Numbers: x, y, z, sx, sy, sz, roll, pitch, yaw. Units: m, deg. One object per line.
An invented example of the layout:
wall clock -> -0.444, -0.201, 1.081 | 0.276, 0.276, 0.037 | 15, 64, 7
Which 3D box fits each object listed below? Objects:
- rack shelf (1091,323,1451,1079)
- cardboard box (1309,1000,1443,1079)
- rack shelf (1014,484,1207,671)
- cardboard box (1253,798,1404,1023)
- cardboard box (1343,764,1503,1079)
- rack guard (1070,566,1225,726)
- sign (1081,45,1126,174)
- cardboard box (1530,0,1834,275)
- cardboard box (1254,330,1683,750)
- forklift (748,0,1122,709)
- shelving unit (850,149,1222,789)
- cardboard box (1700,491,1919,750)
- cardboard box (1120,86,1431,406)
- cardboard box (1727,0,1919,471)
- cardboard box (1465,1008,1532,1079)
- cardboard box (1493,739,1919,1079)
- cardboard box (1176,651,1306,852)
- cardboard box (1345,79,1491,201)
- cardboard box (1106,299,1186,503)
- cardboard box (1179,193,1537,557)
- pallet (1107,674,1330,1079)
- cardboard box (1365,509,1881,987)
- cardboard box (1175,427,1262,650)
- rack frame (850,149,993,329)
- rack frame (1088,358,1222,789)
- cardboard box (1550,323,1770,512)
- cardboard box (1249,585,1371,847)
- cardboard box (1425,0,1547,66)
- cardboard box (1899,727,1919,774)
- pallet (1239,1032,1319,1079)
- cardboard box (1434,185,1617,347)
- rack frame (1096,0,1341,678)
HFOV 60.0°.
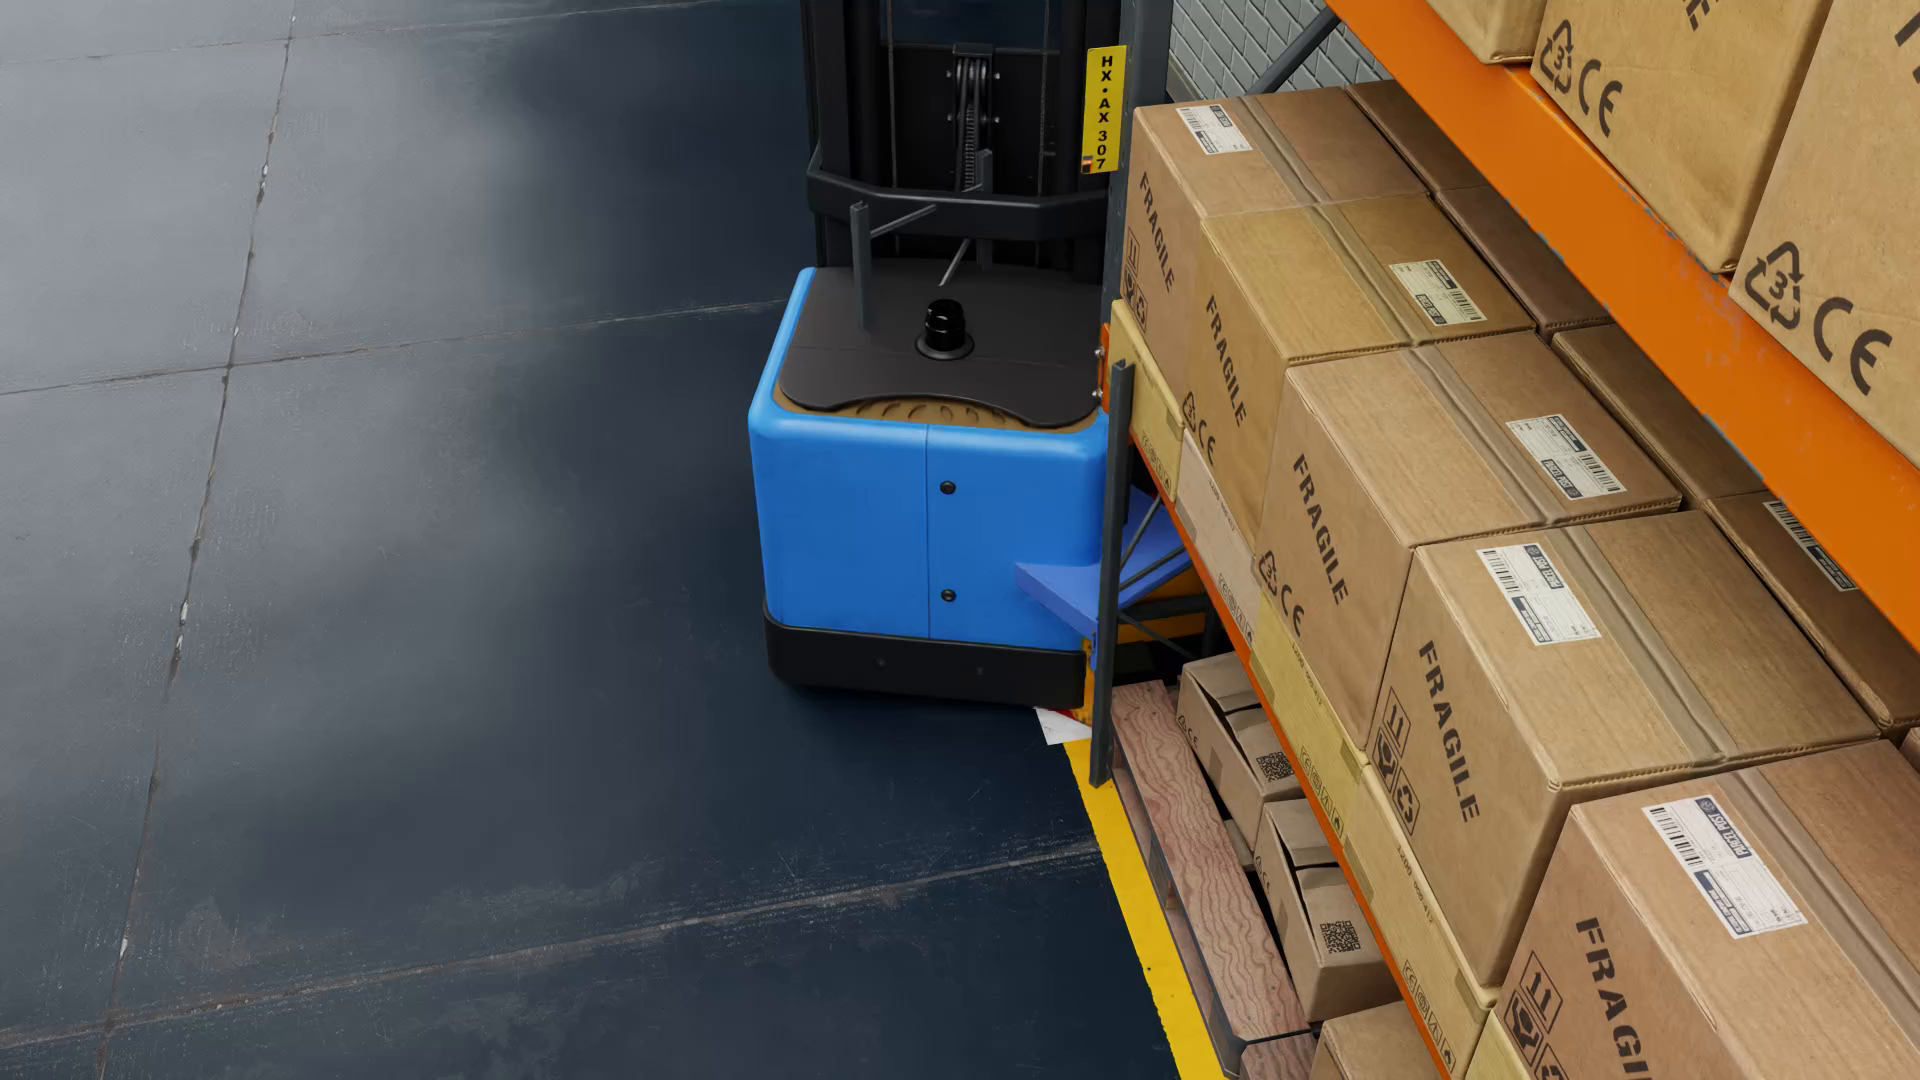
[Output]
rack shelf -> 1.310, 0.780, 3.154 | 1.077, 0.370, 4.000 | -8, 42, -9
cardboard box -> 1.172, 1.298, 3.580 | 0.700, 0.500, 0.500 | -11, 43, -12
rack shelf -> 0.241, -0.059, 4.970 | 0.538, 0.185, 1.000 | -30, 48, -29
cardboard box -> 1.062, 0.886, 4.186 | 0.500, 0.311, 0.500 | -5, 42, -6
cardboard box -> 1.010, 0.618, 2.892 | 0.500, 0.250, 0.500 | -8, 42, -9
rack guard -> 0.894, 0.198, 5.150 | 1.175, 0.500, 0.348 | -8, 42, -9
sign -> 0.348, -1.032, 4.001 | 0.100, 0.325, 0.005 | -8, 42, -9
cardboard box -> 1.039, -0.666, 1.891 | 0.500, 0.500, 0.500 | -6, 42, -7
cardboard box -> 0.890, -0.008, 3.032 | 0.500, 0.500, 0.500 | -10, 42, -11
forklift -> 0.099, -1.559, 5.298 | 1.130, 2.935, 3.031 | 5, 42, 5
shelving unit -> 0.239, -0.196, 4.853 | 0.538, 1.500, 1.048 | -30, 48, -29
cardboard box -> 1.511, 0.246, 2.746 | 0.500, 0.500, 0.500 | -8, 42, -9
cardboard box -> 0.687, -0.665, 3.773 | 0.500, 0.500, 0.500 | -8, 42, -9
cardboard box -> 1.138, -0.335, 1.518 | 0.500, 0.500, 0.500 | -10, 43, -11
cardboard box -> 1.120, 0.944, 2.525 | 0.500, 0.250, 0.500 | -9, 42, -10
cardboard box -> 1.126, 0.662, 2.277 | 0.500, 0.500, 0.500 | -9, 42, -11
cardboard box -> 0.939, 0.517, 4.603 | 0.500, 0.311, 0.500 | -13, 43, -14
cardboard box -> 1.187, -0.743, 3.860 | 0.500, 0.500, 0.500 | -9, 42, -10
cardboard box -> 0.673, -0.375, 4.011 | 0.500, 0.250, 0.500 | -9, 42, -11
cardboard box -> 0.784, -0.343, 3.410 | 0.500, 0.500, 0.500 | -8, 42, -9
pallet -> 1.035, 0.838, 4.647 | 1.003, 0.211, 1.213 | -8, 42, -9
cardboard box -> 1.013, 0.325, 2.657 | 0.500, 0.500, 0.500 | -7, 42, -8
cardboard box -> 0.799, -0.041, 3.634 | 0.500, 0.250, 0.500 | -10, 42, -11
rack frame -> -0.093, -0.443, 5.149 | 0.500, 1.500, 0.032 | -30, 48, -29
rack frame -> 0.571, 0.051, 4.558 | 0.500, 1.500, 0.032 | -30, 48, -29
cardboard box -> 1.402, -0.080, 3.114 | 0.500, 0.500, 0.500 | -9, 42, -10
cardboard box -> 0.903, 0.290, 3.262 | 0.500, 0.250, 0.500 | -9, 42, -10
cardboard box -> 0.903, -1.011, 2.279 | 0.500, 0.500, 0.500 | -7, 42, -7
cardboard box -> 1.634, 0.581, 2.369 | 0.500, 0.500, 0.500 | -7, 42, -8
pallet -> 1.295, 1.627, 3.758 | 1.003, 0.211, 1.213 | -8, 42, -9
cardboard box -> 1.286, -0.415, 3.491 | 0.500, 0.500, 0.500 | -8, 42, -9
rack frame -> 0.878, -0.786, 4.376 | 1.000, 3.000, 0.127 | -8, 42, -9
